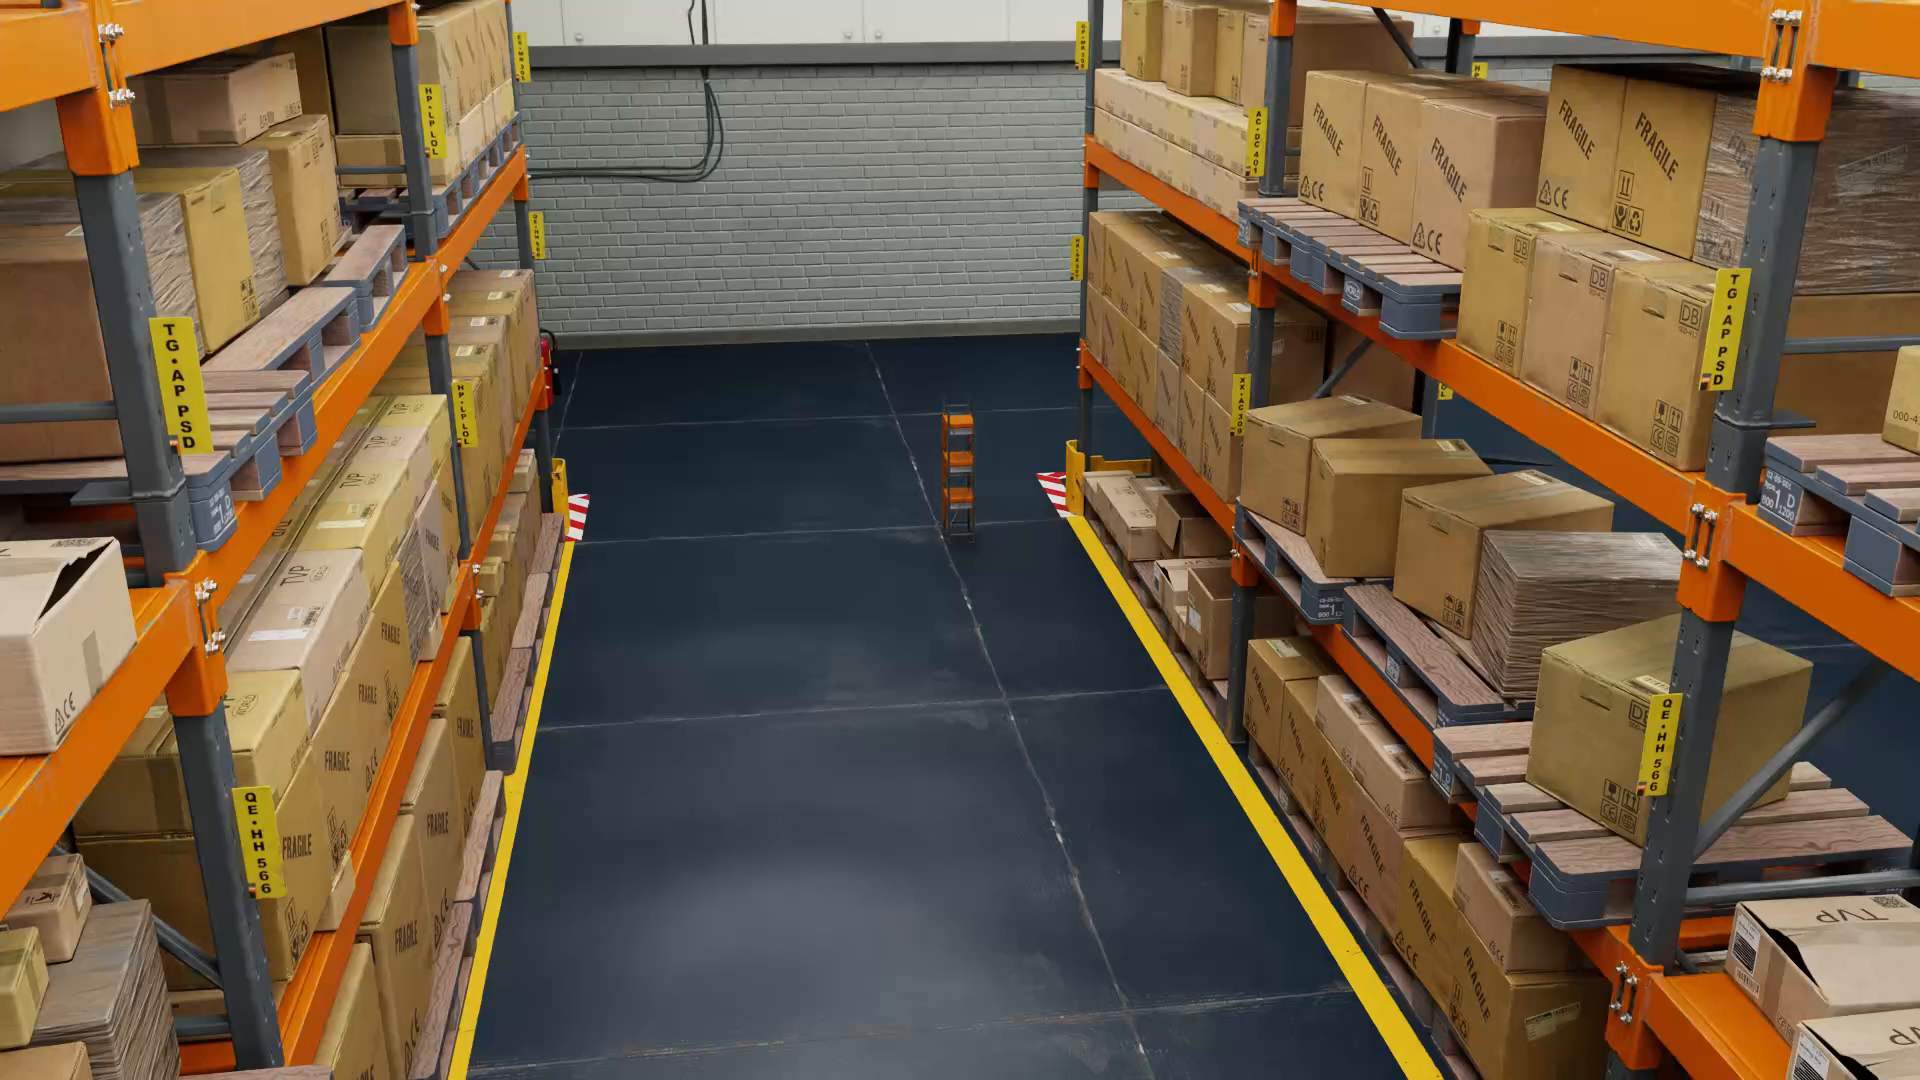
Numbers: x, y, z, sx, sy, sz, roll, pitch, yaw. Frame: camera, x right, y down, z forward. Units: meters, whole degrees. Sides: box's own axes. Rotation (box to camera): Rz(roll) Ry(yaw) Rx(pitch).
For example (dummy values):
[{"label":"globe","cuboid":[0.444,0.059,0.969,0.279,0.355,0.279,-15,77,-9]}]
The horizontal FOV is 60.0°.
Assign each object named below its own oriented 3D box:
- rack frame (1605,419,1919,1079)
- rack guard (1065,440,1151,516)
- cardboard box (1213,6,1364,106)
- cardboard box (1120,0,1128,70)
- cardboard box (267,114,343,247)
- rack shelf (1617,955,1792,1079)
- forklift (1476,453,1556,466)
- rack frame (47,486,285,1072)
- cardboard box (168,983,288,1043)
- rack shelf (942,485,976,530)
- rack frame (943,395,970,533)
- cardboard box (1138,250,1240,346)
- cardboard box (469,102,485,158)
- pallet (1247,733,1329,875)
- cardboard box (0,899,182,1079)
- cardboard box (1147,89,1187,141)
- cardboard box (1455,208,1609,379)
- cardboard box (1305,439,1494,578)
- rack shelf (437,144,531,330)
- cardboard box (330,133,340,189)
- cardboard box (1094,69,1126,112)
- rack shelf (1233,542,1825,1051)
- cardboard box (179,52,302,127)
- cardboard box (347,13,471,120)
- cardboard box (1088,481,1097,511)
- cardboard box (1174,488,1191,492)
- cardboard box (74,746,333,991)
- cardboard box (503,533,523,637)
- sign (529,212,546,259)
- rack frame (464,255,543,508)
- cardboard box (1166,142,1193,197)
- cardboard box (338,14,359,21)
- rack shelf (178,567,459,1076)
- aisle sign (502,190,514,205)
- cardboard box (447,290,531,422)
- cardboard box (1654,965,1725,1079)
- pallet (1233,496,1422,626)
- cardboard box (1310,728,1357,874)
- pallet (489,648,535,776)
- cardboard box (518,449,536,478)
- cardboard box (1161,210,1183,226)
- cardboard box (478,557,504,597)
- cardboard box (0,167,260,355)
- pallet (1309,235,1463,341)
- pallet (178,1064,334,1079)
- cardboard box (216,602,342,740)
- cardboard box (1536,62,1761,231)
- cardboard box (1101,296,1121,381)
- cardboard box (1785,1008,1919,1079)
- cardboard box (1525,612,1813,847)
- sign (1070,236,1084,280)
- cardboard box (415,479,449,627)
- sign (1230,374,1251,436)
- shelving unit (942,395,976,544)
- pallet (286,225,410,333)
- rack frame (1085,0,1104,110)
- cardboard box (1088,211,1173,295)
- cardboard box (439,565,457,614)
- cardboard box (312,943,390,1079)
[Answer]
[{"label":"rack frame","cuboid":[2.557,1.068,5.070,1.000,3.000,0.127,-3,21,-8]},{"label":"rack guard","cuboid":[1.414,-0.505,12.853,1.175,0.500,0.348,-3,21,-8]},{"label":"cardboard box","cuboid":[1.862,-2.757,9.452,0.700,0.500,0.500,-3,21,-8]},{"label":"cardboard box","cuboid":[1.494,-3.445,11.295,0.700,0.500,0.500,-3,21,-8]},{"label":"cardboard box","cuboid":[-2.903,-1.414,6.656,0.700,0.500,0.500,-4,21,-11]},{"label":"rack shelf","cuboid":[2.845,2.097,3.342,1.077,0.370,4.000,-3,21,-8]},{"label":"forklift","cuboid":[3.204,-1.859,13.005,3.031,2.935,1.130,8,22,20]},{"label":"rack frame","cuboid":[-2.345,1.319,4.398,1.000,3.000,0.127,-3,21,-8]},{"label":"cardboard box","cuboid":[-2.163,1.302,4.775,0.380,0.149,0.250,-3,21,-9]},{"label":"rack shelf","cuboid":[-0.008,-0.240,12.183,0.215,0.259,0.240,-3,21,-8]},{"label":"rack frame","cuboid":[-0.025,-0.553,12.195,0.200,1.050,0.008,-3,21,-8]},{"label":"cardboard box","cuboid":[1.431,-1.520,10.428,0.500,0.500,0.500,-3,21,-8]},{"label":"cardboard box","cuboid":[-2.901,-2.251,9.141,0.500,0.250,0.500,-3,21,-9]},{"label":"pallet","cuboid":[2.135,1.269,8.517,1.003,0.211,1.213,-3,21,-8]},{"label":"cardboard box","cuboid":[-2.267,1.228,3.869,0.700,0.500,0.500,-5,21,-14]},{"label":"cardboard box","cuboid":[1.431,-2.561,9.998,0.500,0.250,0.500,-3,21,-8]},{"label":"cardboard box","cuboid":[2.312,-0.890,5.882,0.910,0.500,0.500,-3,21,-8]},{"label":"cardboard box","cuboid":[1.989,-0.151,7.589,0.700,0.500,0.500,0,20,1]},{"label":"rack shelf","cuboid":[-3.210,-1.827,9.561,1.077,0.370,4.000,-3,21,-8]},{"label":"cardboard box","cuboid":[-3.252,-1.870,8.119,0.500,0.250,0.500,-3,21,-7]},{"label":"cardboard box","cuboid":[1.220,-3.080,11.389,0.500,0.250,0.500,-3,21,-8]},{"label":"rack shelf","cuboid":[2.268,0.712,7.050,1.077,0.370,4.000,-3,21,-8]},{"label":"cardboard box","cuboid":[-2.924,-1.764,6.522,0.500,0.250,0.500,-1,21,-4]},{"label":"cardboard box","cuboid":[-2.827,-2.434,8.559,0.500,0.500,0.500,-3,21,-9]},{"label":"cardboard box","cuboid":[1.160,-0.332,12.239,0.380,0.166,0.250,-3,21,-8]},{"label":"cardboard box","cuboid":[1.695,-0.260,12.047,0.380,0.166,0.250,-3,21,-8]},{"label":"cardboard box","cuboid":[-2.162,0.942,4.810,0.500,0.500,0.500,-2,21,-6]},{"label":"cardboard box","cuboid":[-3.069,0.292,10.119,0.700,0.500,0.500,-2,21,-6]},{"label":"sign","cuboid":[-2.959,-2.127,11.630,0.100,0.325,0.005,-3,21,-8]},{"label":"rack frame","cuboid":[-3.495,-1.451,11.814,0.949,2.616,0.053,-3,21,-8]},{"label":"cardboard box","cuboid":[1.505,-2.153,9.622,0.500,0.250,0.500,-3,21,-8]},{"label":"cardboard box","cuboid":[-3.328,-2.405,8.480,0.500,0.500,0.500,-4,21,-10]},{"label":"rack shelf","cuboid":[-2.633,0.872,6.343,0.919,0.124,3.809,-3,21,-8]},{"label":"aisle sign","cuboid":[-3.211,-2.709,11.466,0.394,0.787,0.004,-3,21,-8]},{"label":"cardboard box","cuboid":[-3.299,-1.164,10.617,0.980,0.700,0.700,-3,21,-8]},{"label":"cardboard box","cuboid":[2.774,1.861,5.891,0.500,0.500,0.500,-2,21,-5]},{"label":"pallet","cuboid":[1.987,0.055,8.056,1.003,0.211,1.213,-3,21,-8]},{"label":"cardboard box","cuboid":[1.961,1.185,7.700,0.500,0.500,0.500,-3,21,-7]},{"label":"pallet","cuboid":[-2.954,0.973,9.309,1.003,0.211,1.213,-3,21,-8]},{"label":"cardboard box","cuboid":[-3.099,-0.508,11.334,0.380,0.149,0.250,-3,21,-8]},{"label":"cardboard box","cuboid":[1.740,-2.077,11.918,0.500,0.500,0.500,-3,21,-8]},{"label":"cardboard box","cuboid":[-2.797,0.213,9.405,0.380,0.149,0.250,-2,21,-6]},{"label":"cardboard box","cuboid":[-2.667,-0.877,5.219,0.700,0.500,0.500,-2,21,-5]},{"label":"pallet","cuboid":[2.157,-1.046,6.711,1.213,0.211,1.003,-3,21,-8]},{"label":"pallet","cuboid":[-2.137,1.650,3.785,1.213,0.211,1.003,-3,21,-8]},{"label":"cardboard box","cuboid":[-2.233,0.416,5.147,0.500,0.250,0.500,-3,21,-9]},{"label":"cardboard box","cuboid":[2.353,-1.357,5.704,0.500,0.500,0.500,-3,21,-8]},{"label":"cardboard box","cuboid":[1.286,-1.404,11.544,0.500,0.500,0.500,-3,21,-8]},{"label":"cardboard box","cuboid":[2.494,1.429,4.230,0.500,0.311,0.500,-3,21,-8]},{"label":"cardboard box","cuboid":[2.354,0.612,5.548,0.700,0.500,0.500,-10,23,-26]},{"label":"sign","cuboid":[0.866,-2.080,12.261,0.100,0.325,0.005,-3,21,-8]},{"label":"cardboard box","cuboid":[-2.522,0.062,7.167,0.500,0.500,0.500,-3,21,-7]},{"label":"sign","cuboid":[1.444,-0.693,8.546,0.100,0.325,0.005,-3,21,-8]},{"label":"shelving unit","cuboid":[-0.008,-0.510,12.082,0.215,1.050,0.252,-3,21,-8]},{"label":"pallet","cuboid":[-2.740,-1.067,6.771,0.805,0.209,1.217,-4,21,-10]},{"label":"rack frame","cuboid":[1.403,-4.512,11.436,1.000,3.000,0.127,-3,21,-8]},{"label":"cardboard box","cuboid":[1.206,-2.050,11.847,0.500,0.500,0.500,-2,21,-6]},{"label":"cardboard box","cuboid":[-2.533,0.231,7.640,0.380,0.149,0.250,-3,21,-7]},{"label":"cardboard box","cuboid":[-2.321,1.868,5.400,0.750,0.750,0.750,-3,21,-8]}]
